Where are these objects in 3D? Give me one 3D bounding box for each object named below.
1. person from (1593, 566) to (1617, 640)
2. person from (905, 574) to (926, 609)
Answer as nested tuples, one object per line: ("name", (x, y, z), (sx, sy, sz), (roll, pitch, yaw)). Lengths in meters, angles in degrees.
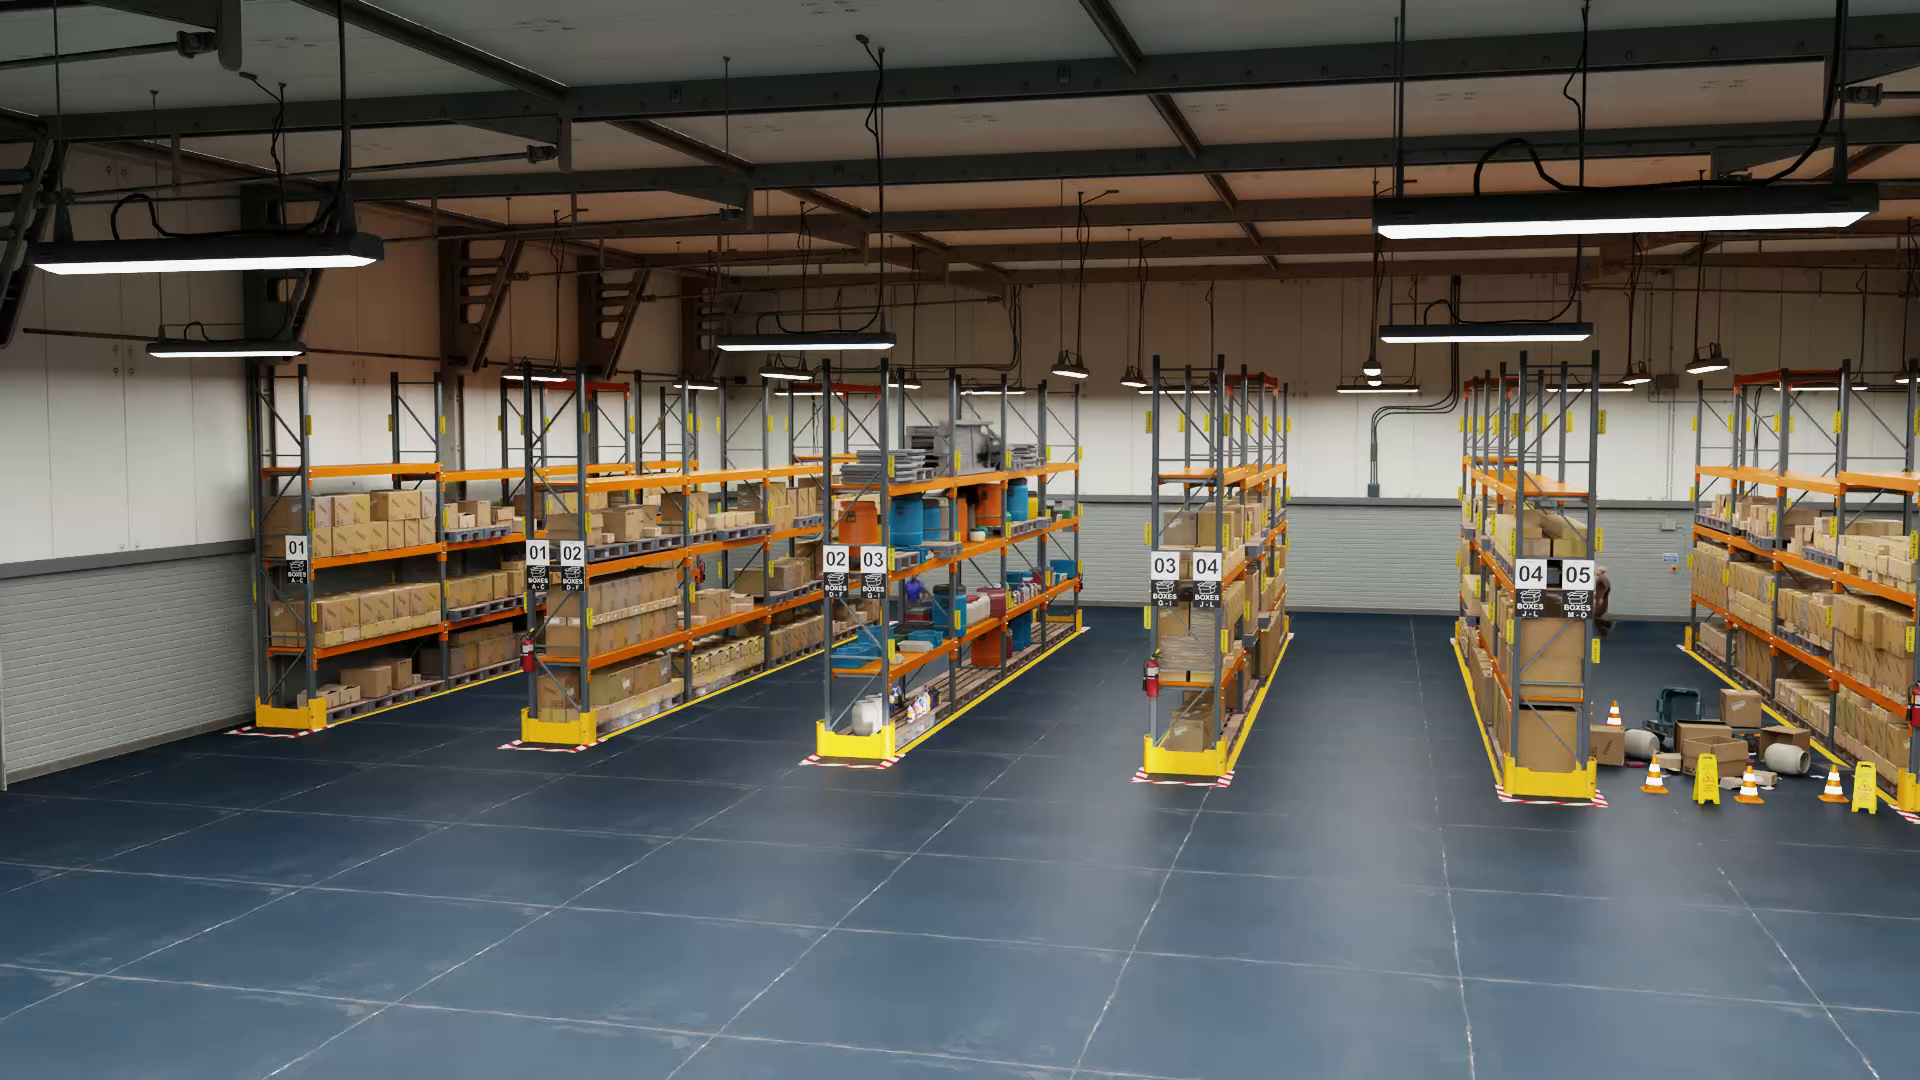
("person", (14.920, 1.470, 38.704), (0.700, 1.739, 0.743), (1, 4, 20))
("person", (-1.083, 1.528, 38.732), (0.562, 1.609, 0.581), (1, 4, 11))
